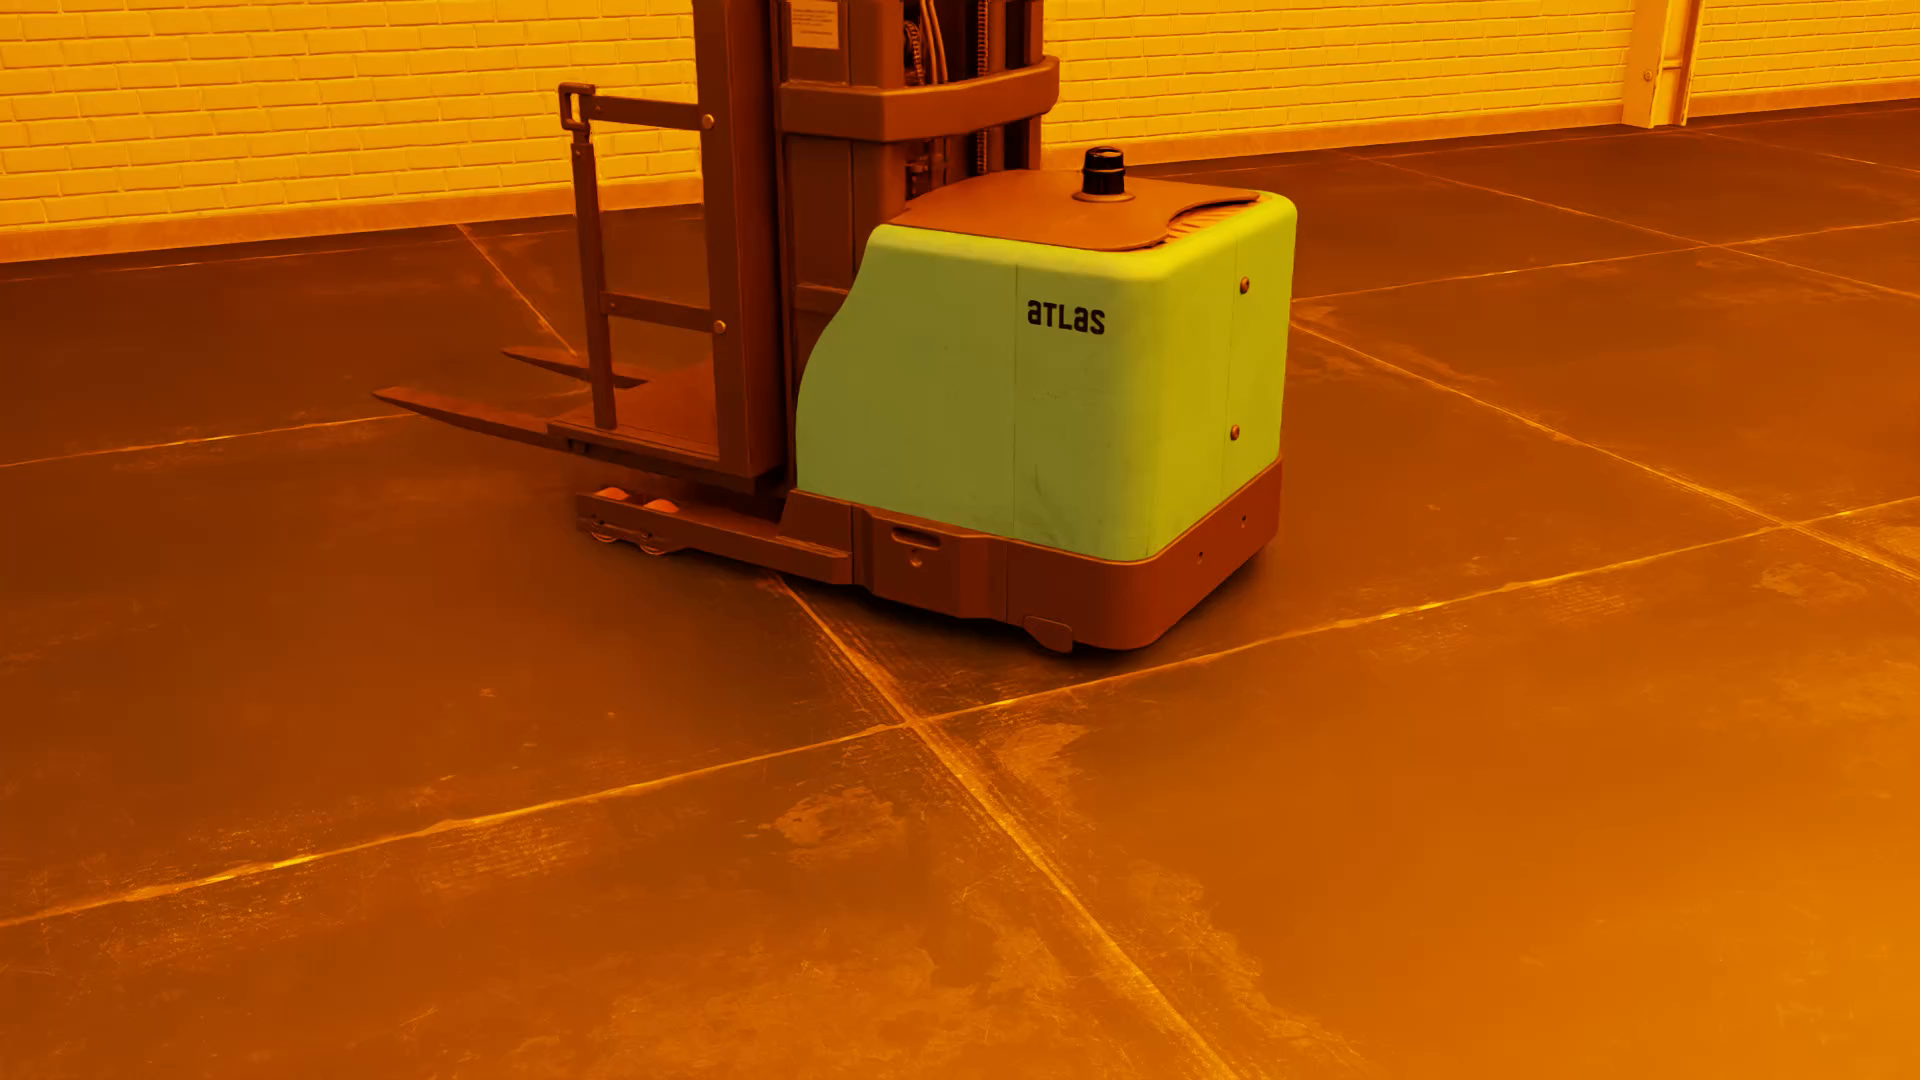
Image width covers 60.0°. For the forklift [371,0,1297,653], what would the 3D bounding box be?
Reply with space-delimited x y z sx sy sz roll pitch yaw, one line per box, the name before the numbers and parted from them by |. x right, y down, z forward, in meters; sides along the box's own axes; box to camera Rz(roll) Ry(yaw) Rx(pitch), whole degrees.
forklift | -0.574 -1.465 4.812 3.031 2.935 1.130 13 26 29
